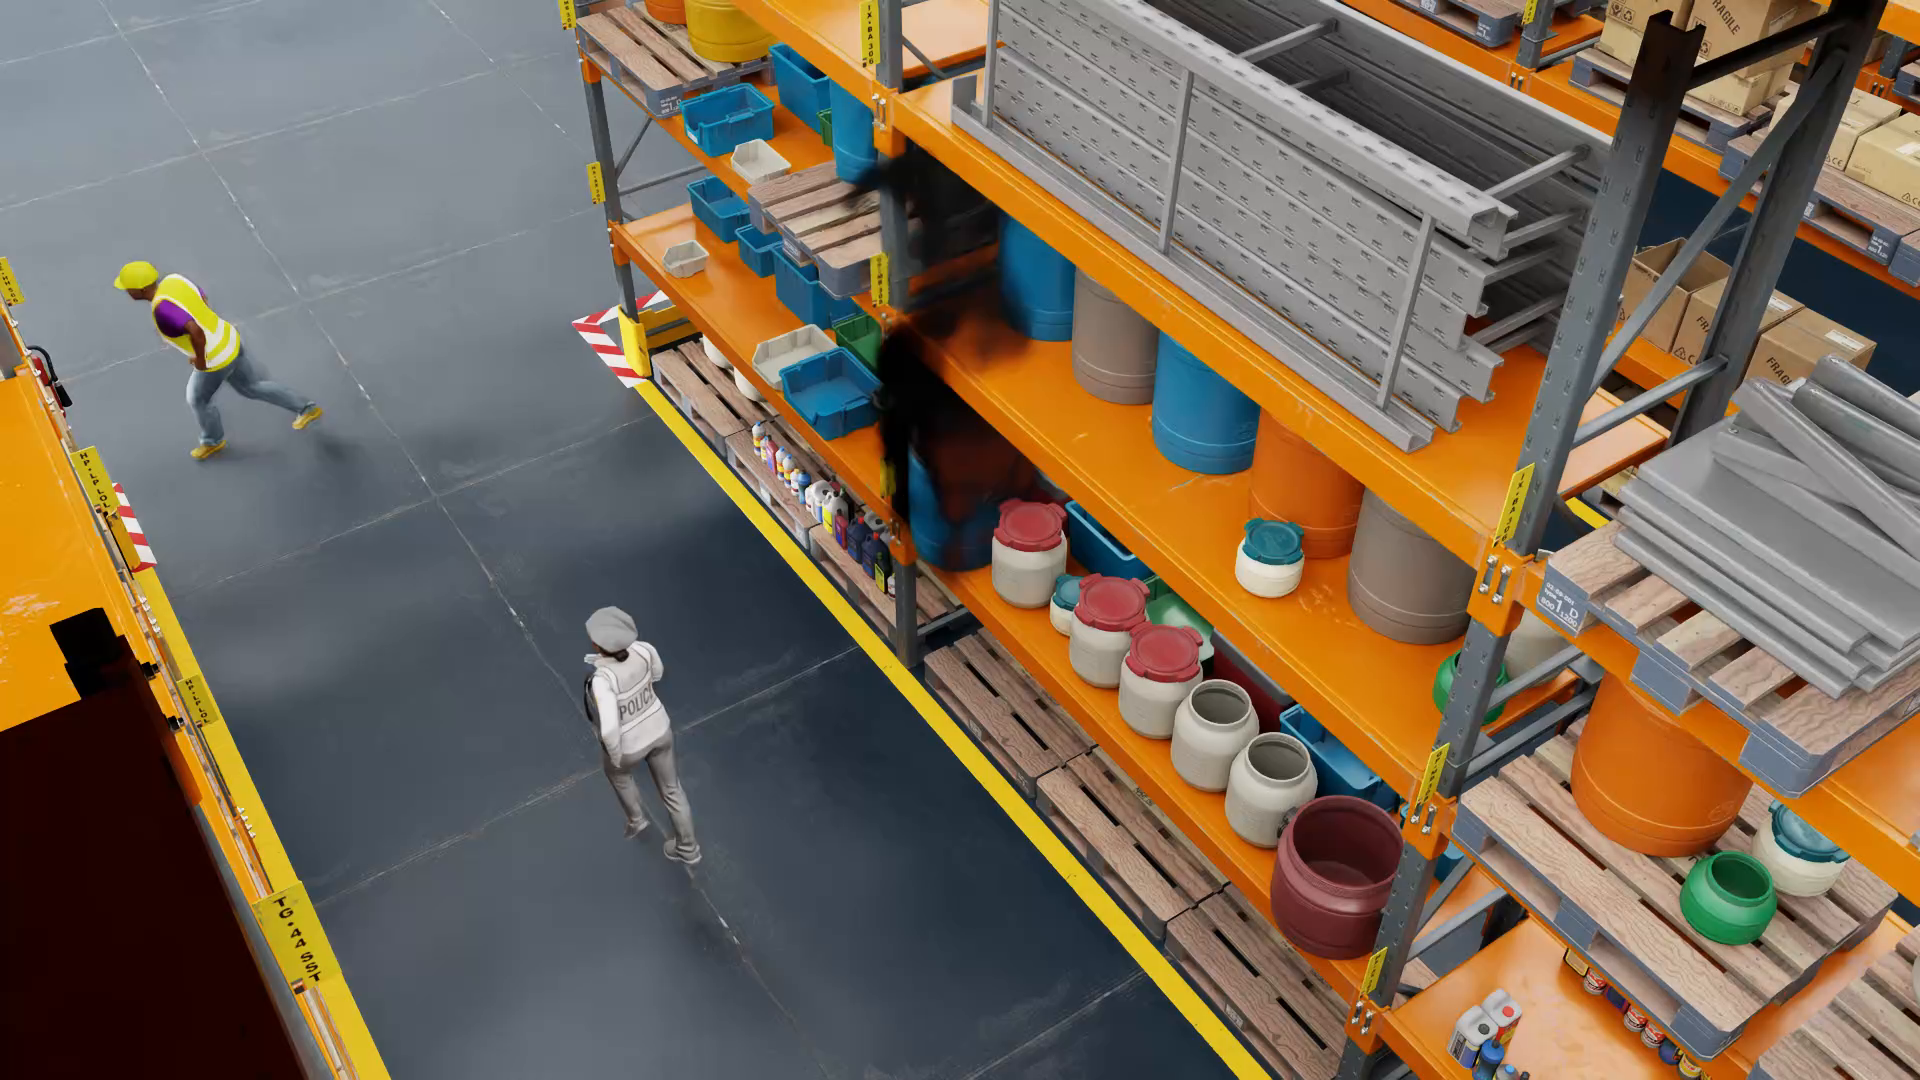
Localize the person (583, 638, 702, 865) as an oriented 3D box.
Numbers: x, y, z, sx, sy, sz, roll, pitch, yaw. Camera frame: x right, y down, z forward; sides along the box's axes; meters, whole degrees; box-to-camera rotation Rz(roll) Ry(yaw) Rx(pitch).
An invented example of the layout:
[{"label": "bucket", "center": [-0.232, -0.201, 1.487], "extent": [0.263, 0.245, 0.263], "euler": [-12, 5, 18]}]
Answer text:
[{"label": "person", "center": [-1.742, 1.129, 8.945], "extent": [0.441, 1.753, 0.766], "euler": [-33, 52, -31]}]

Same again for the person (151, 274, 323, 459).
[{"label": "person", "center": [-5.265, -1.236, 12.037], "extent": [1.024, 1.520, 0.703], "euler": [-9, 43, -10]}]
